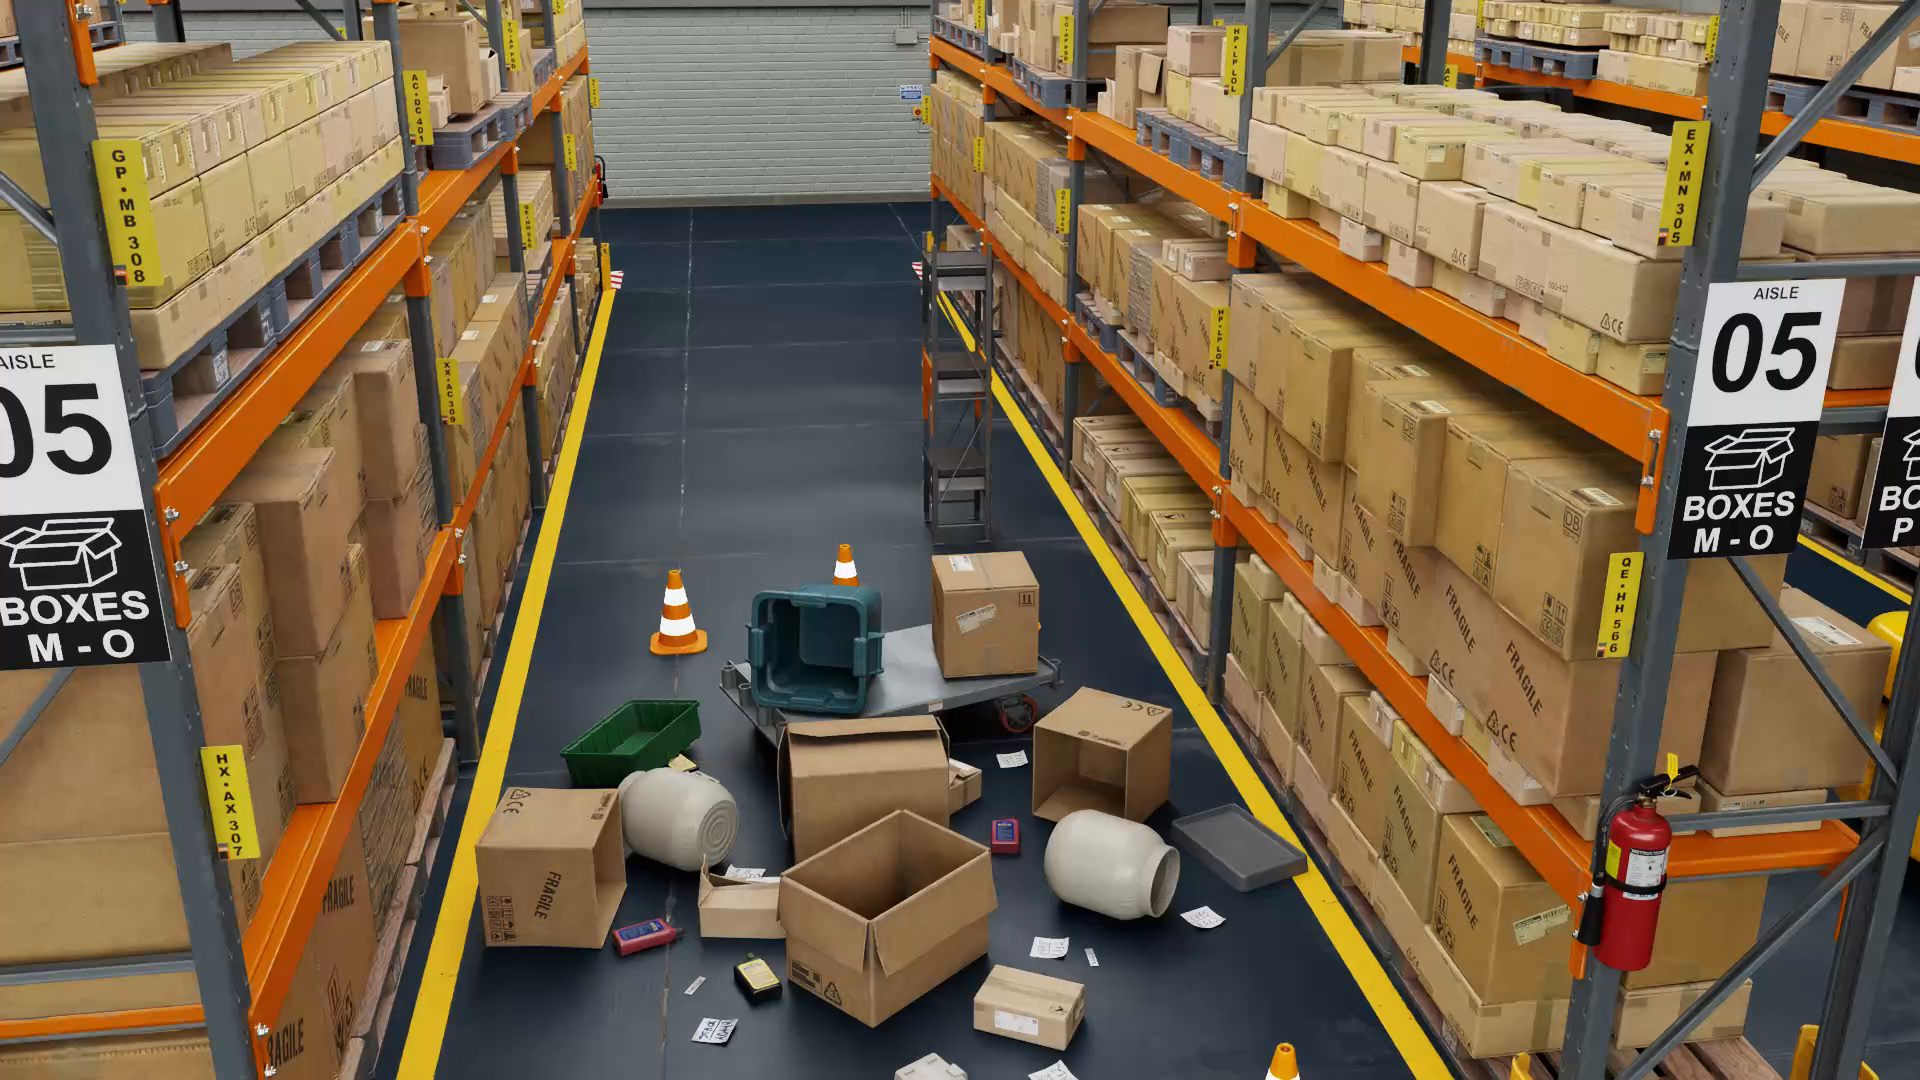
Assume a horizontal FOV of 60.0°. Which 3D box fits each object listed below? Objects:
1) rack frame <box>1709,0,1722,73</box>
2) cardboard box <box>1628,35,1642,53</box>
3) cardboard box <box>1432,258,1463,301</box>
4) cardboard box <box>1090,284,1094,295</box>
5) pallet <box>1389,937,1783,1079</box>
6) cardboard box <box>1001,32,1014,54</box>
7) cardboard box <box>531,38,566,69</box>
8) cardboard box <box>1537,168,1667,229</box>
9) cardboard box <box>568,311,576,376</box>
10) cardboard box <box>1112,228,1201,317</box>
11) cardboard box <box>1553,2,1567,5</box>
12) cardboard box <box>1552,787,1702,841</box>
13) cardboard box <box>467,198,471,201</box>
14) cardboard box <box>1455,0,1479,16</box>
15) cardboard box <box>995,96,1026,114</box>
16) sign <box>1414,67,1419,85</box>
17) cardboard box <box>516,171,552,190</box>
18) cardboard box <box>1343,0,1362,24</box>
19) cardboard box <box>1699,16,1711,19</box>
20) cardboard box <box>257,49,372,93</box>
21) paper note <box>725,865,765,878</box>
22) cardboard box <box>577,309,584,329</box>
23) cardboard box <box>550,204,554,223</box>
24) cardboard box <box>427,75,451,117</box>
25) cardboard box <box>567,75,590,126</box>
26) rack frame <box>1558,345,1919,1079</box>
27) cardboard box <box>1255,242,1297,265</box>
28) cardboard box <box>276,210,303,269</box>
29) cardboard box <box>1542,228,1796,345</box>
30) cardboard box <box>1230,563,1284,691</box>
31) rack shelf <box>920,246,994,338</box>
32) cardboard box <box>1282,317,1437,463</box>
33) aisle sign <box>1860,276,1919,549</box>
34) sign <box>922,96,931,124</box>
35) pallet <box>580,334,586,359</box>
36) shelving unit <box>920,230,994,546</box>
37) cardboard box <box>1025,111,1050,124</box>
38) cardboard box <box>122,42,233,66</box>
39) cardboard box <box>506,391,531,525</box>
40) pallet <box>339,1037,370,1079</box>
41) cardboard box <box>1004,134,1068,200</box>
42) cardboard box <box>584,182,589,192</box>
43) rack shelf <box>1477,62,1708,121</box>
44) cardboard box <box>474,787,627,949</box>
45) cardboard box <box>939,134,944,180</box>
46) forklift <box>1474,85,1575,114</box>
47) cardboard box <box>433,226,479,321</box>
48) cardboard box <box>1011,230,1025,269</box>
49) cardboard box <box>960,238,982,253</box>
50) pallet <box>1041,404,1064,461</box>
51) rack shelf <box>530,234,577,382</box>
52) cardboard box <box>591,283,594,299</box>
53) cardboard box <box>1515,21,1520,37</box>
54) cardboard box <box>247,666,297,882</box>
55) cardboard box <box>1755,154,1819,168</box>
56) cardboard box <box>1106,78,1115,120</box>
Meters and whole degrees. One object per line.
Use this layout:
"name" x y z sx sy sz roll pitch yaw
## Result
"rack frame" 6.220 -4.972 12.168 1.000 3.000 0.127 -3 21 -8
"cardboard box" 5.834 -4.150 13.898 0.380 0.149 0.250 -3 21 -7
"cardboard box" 1.977 -0.982 6.130 0.380 0.149 0.250 -3 21 -9
"cardboard box" 1.171 -1.867 12.188 0.380 0.149 0.250 -4 21 -11
"pallet" 2.369 1.857 6.444 1.003 0.211 1.213 -3 21 -8
"cardboard box" 0.568 -4.332 14.474 0.380 0.166 0.250 -4 21 -11
"cardboard box" -3.957 -4.519 15.456 0.500 0.250 0.500 -2 21 -5
"cardboard box" 2.067 -1.082 5.259 0.380 0.149 0.250 -3 21 -8
"cardboard box" -3.796 -1.793 15.201 0.500 0.500 0.500 -3 21 -9
"cardboard box" 1.310 -1.762 10.979 0.500 0.500 0.500 -3 21 -7
"cardboard box" 5.861 -5.032 15.804 0.380 0.149 0.250 -3 21 -7
"cardboard box" 2.196 0.859 5.489 0.380 0.149 0.250 -2 21 -6
"cardboard box" -4.473 -2.890 14.501 0.380 0.149 0.250 -2 21 -6
"cardboard box" 5.332 -5.418 16.723 0.500 0.250 0.500 -3 21 -8
"cardboard box" 0.442 -4.302 16.447 0.380 0.149 0.250 -2 21 -6
"sign" 5.619 -5.643 20.432 0.100 0.325 0.005 -3 21 -8
"cardboard box" -3.901 -3.239 15.010 0.380 0.149 0.250 -2 21 -5
"cardboard box" 4.860 -6.239 19.635 0.500 0.250 0.500 -3 21 -8
"cardboard box" 6.310 -4.229 13.685 0.380 0.149 0.250 -2 21 -6
"cardboard box" -2.559 -1.860 6.599 0.380 0.149 0.250 -3 21 -8
"paper note" -0.992 1.532 7.582 0.172 0.023 0.155 4 21 11
"cardboard box" -3.887 -2.153 16.242 0.380 0.149 0.250 -2 21 -5
"cardboard box" -3.899 -2.962 15.119 0.380 0.149 0.250 -3 21 -9
"cardboard box" -3.059 -2.485 9.244 0.396 0.266 0.258 -3 21 -8
"cardboard box" -4.416 -4.904 18.562 0.500 0.500 0.500 -3 21 -9
"rack frame" 2.462 0.860 5.128 1.000 3.000 0.127 -3 21 -8
"cardboard box" 1.909 -1.764 10.056 0.380 0.149 0.250 -2 21 -5
"cardboard box" -2.336 -0.959 5.325 0.380 0.149 0.250 -3 21 -8
"cardboard box" 2.121 -0.778 5.015 0.500 0.250 0.500 -3 21 -8
"cardboard box" 1.703 0.433 8.529 0.500 0.500 0.500 -2 21 -5
"rack shelf" -0.024 -1.684 11.262 0.431 0.518 0.480 -3 21 -8
"cardboard box" 1.832 -0.663 7.208 0.700 0.500 0.500 -3 21 -9
"aisle sign" 2.777 -0.352 4.657 0.394 0.787 0.004 -3 21 -8
"sign" -0.395 -5.097 19.725 0.100 0.325 0.005 -3 21 -8
"pallet" -4.284 -1.935 16.595 1.003 0.211 1.213 -3 21 -8
"shelving unit" -0.024 -1.041 11.502 0.431 2.100 0.503 -3 21 -8
"cardboard box" 0.903 -3.988 16.533 0.500 0.500 0.500 -3 21 -7
"cardboard box" -3.283 -2.002 6.979 0.380 0.149 0.250 -3 21 -7
"cardboard box" -3.577 -0.553 11.525 1.050 0.750 0.750 -3 21 -8
"pallet" -2.615 2.178 5.584 1.003 0.211 1.213 -3 21 -8
"cardboard box" 0.681 -3.295 14.679 0.500 0.500 0.500 -3 21 -9
"cardboard box" -4.292 -3.918 18.278 0.380 0.149 0.250 -2 21 -6
"rack shelf" 5.931 -3.923 14.672 1.077 0.370 4.000 -3 21 -8
"cardboard box" -1.759 1.415 7.210 0.500 0.500 0.500 1 20 2
"cardboard box" 0.041 -4.373 18.993 0.500 0.500 0.500 -3 21 -9
"forklift" 4.239 -1.793 12.328 1.130 2.935 3.031 -6 21 -15
"cardboard box" -3.370 -1.632 10.228 0.700 0.500 0.500 -3 21 -9
"cardboard box" 0.731 -2.528 14.413 0.500 0.250 0.500 -3 21 -9
"cardboard box" 0.490 -3.137 18.889 0.875 0.438 0.875 -2 21 -6
"pallet" 1.269 -0.881 13.773 1.003 0.211 1.213 -3 21 -8
"rack shelf" -3.864 -1.981 13.761 1.077 0.370 4.000 -3 21 -8
"cardboard box" -4.209 -2.735 18.227 0.380 0.149 0.250 -4 21 -10
"cardboard box" 5.429 -4.780 15.557 0.380 0.149 0.250 -3 21 -7
"cardboard box" -2.621 0.758 5.184 0.875 0.550 0.550 -3 21 -8
"cardboard box" 2.623 -1.202 5.578 0.380 0.149 0.250 -3 21 -8
"cardboard box" 1.222 -3.046 11.491 0.396 0.266 0.258 -3 21 -8
